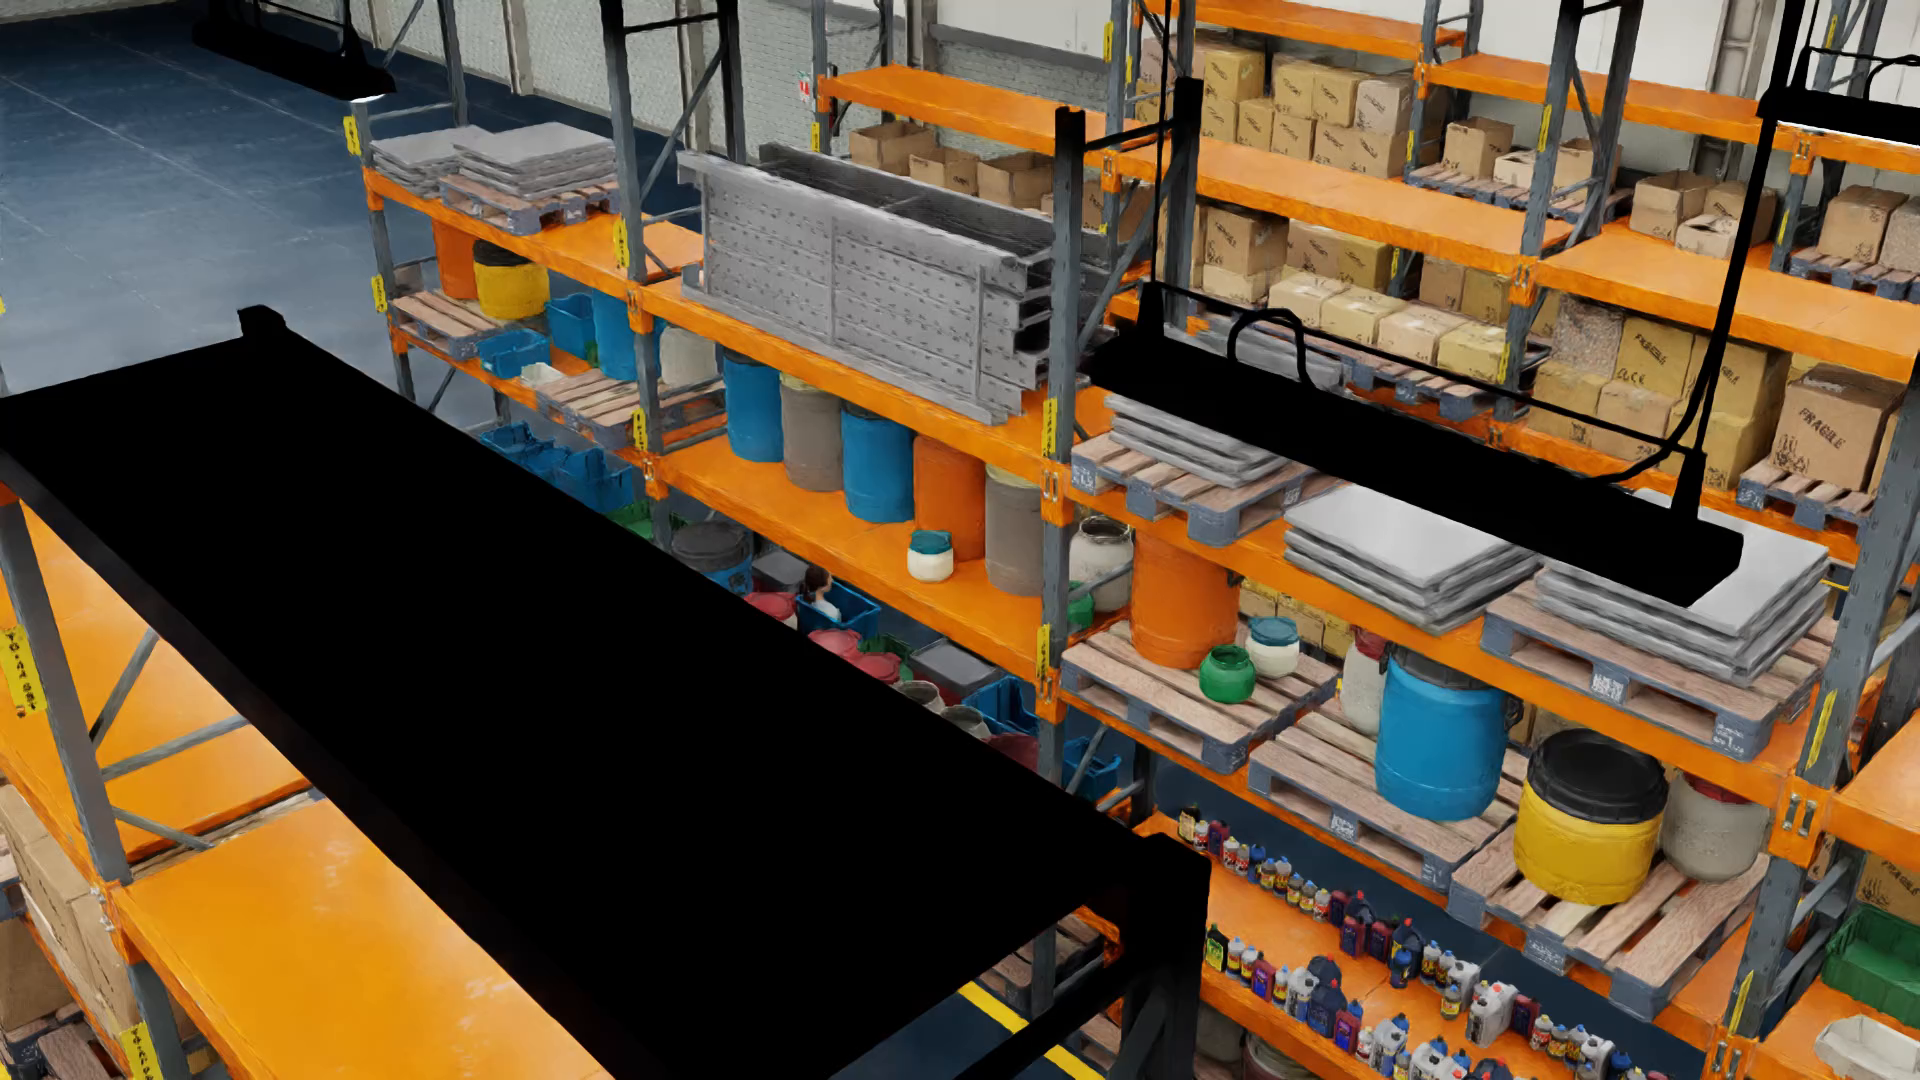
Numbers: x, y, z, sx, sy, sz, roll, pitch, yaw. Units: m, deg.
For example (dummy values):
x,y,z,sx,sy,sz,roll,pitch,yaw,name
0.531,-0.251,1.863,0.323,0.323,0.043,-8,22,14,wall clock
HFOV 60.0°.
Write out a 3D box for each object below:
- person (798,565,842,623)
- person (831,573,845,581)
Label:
x,y,z,sx,sy,sz,roll,pitch,yaw,name
-1.101,0.959,12.896,0.527,1.644,0.483,21,35,33,person
-1.323,-0.549,16.059,0.571,1.706,1.042,-18,33,-30,person
